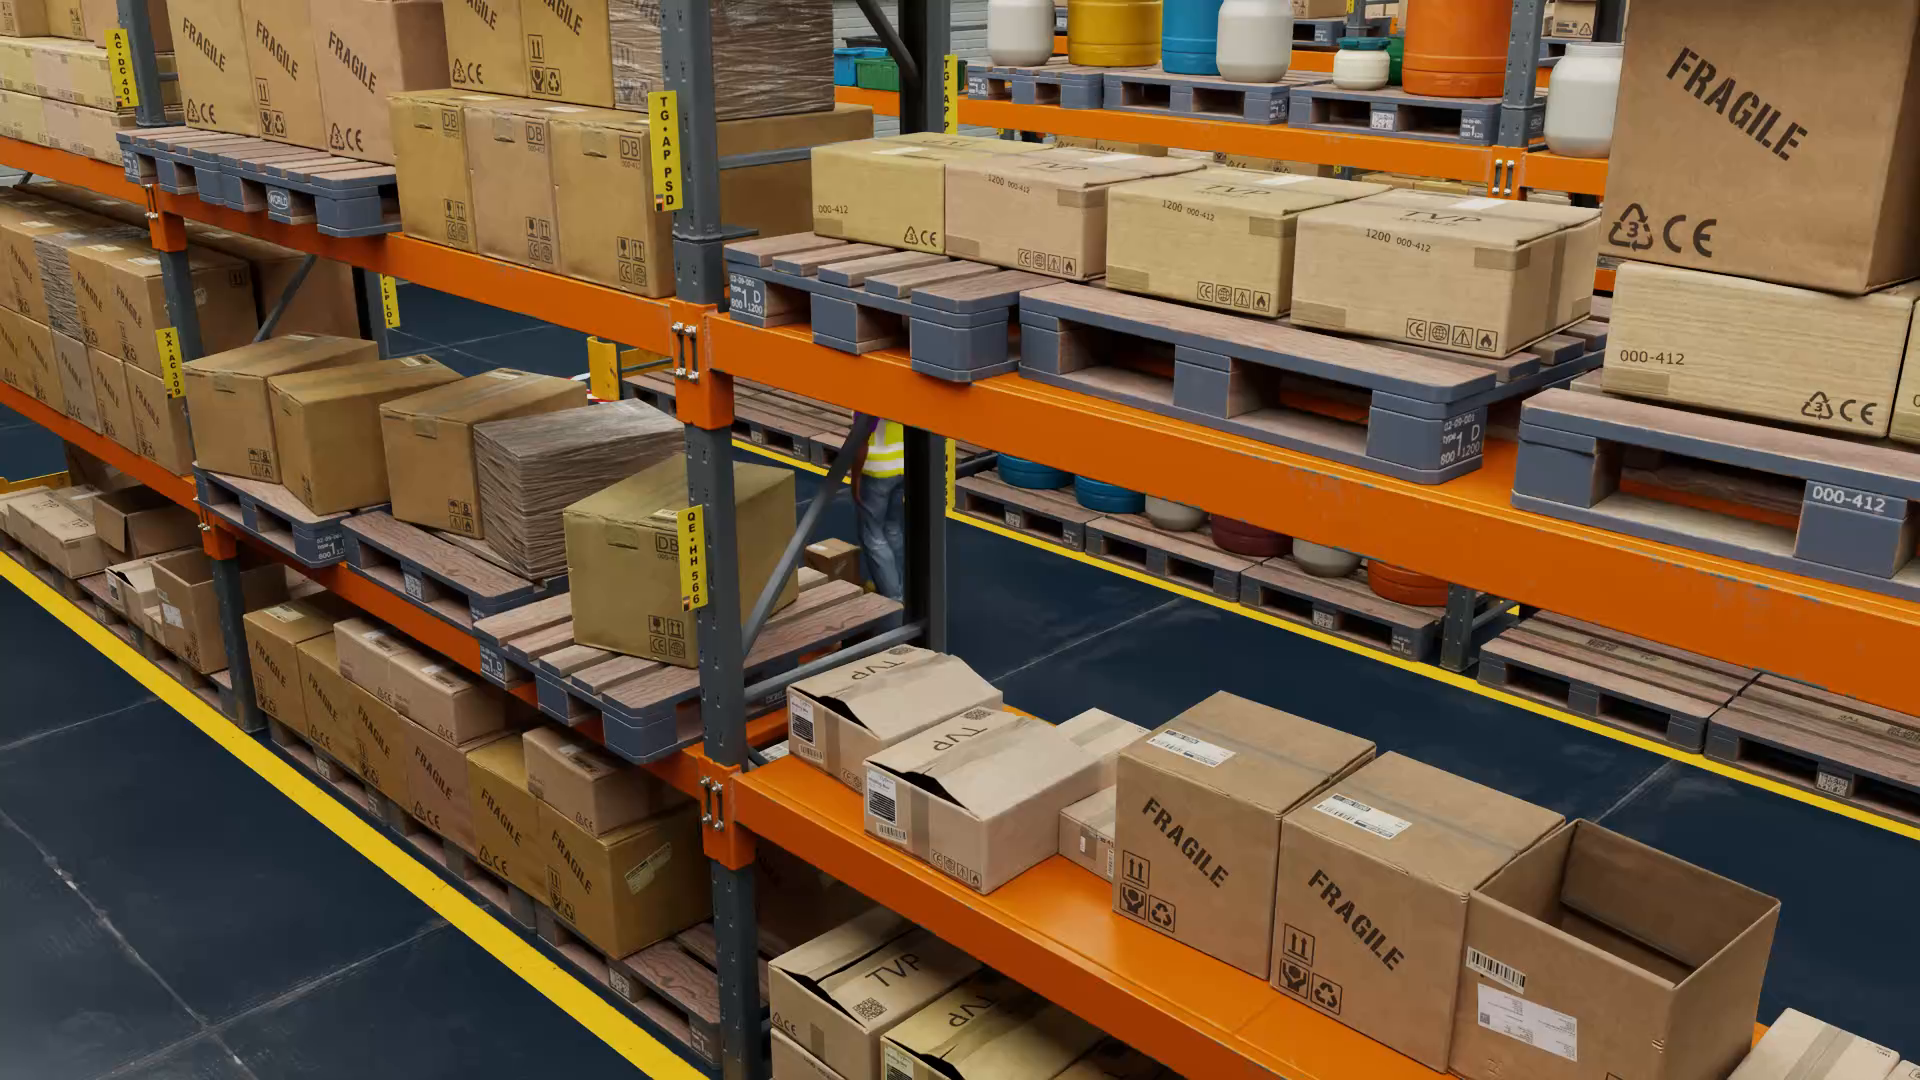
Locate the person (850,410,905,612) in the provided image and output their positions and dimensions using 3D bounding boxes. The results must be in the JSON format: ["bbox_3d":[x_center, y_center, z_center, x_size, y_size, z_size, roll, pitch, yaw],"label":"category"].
[{"bbox_3d":[-0.465,-0.385,9.718,0.585,1.845,0.515,-19,28,-41],"label":"person"}]
